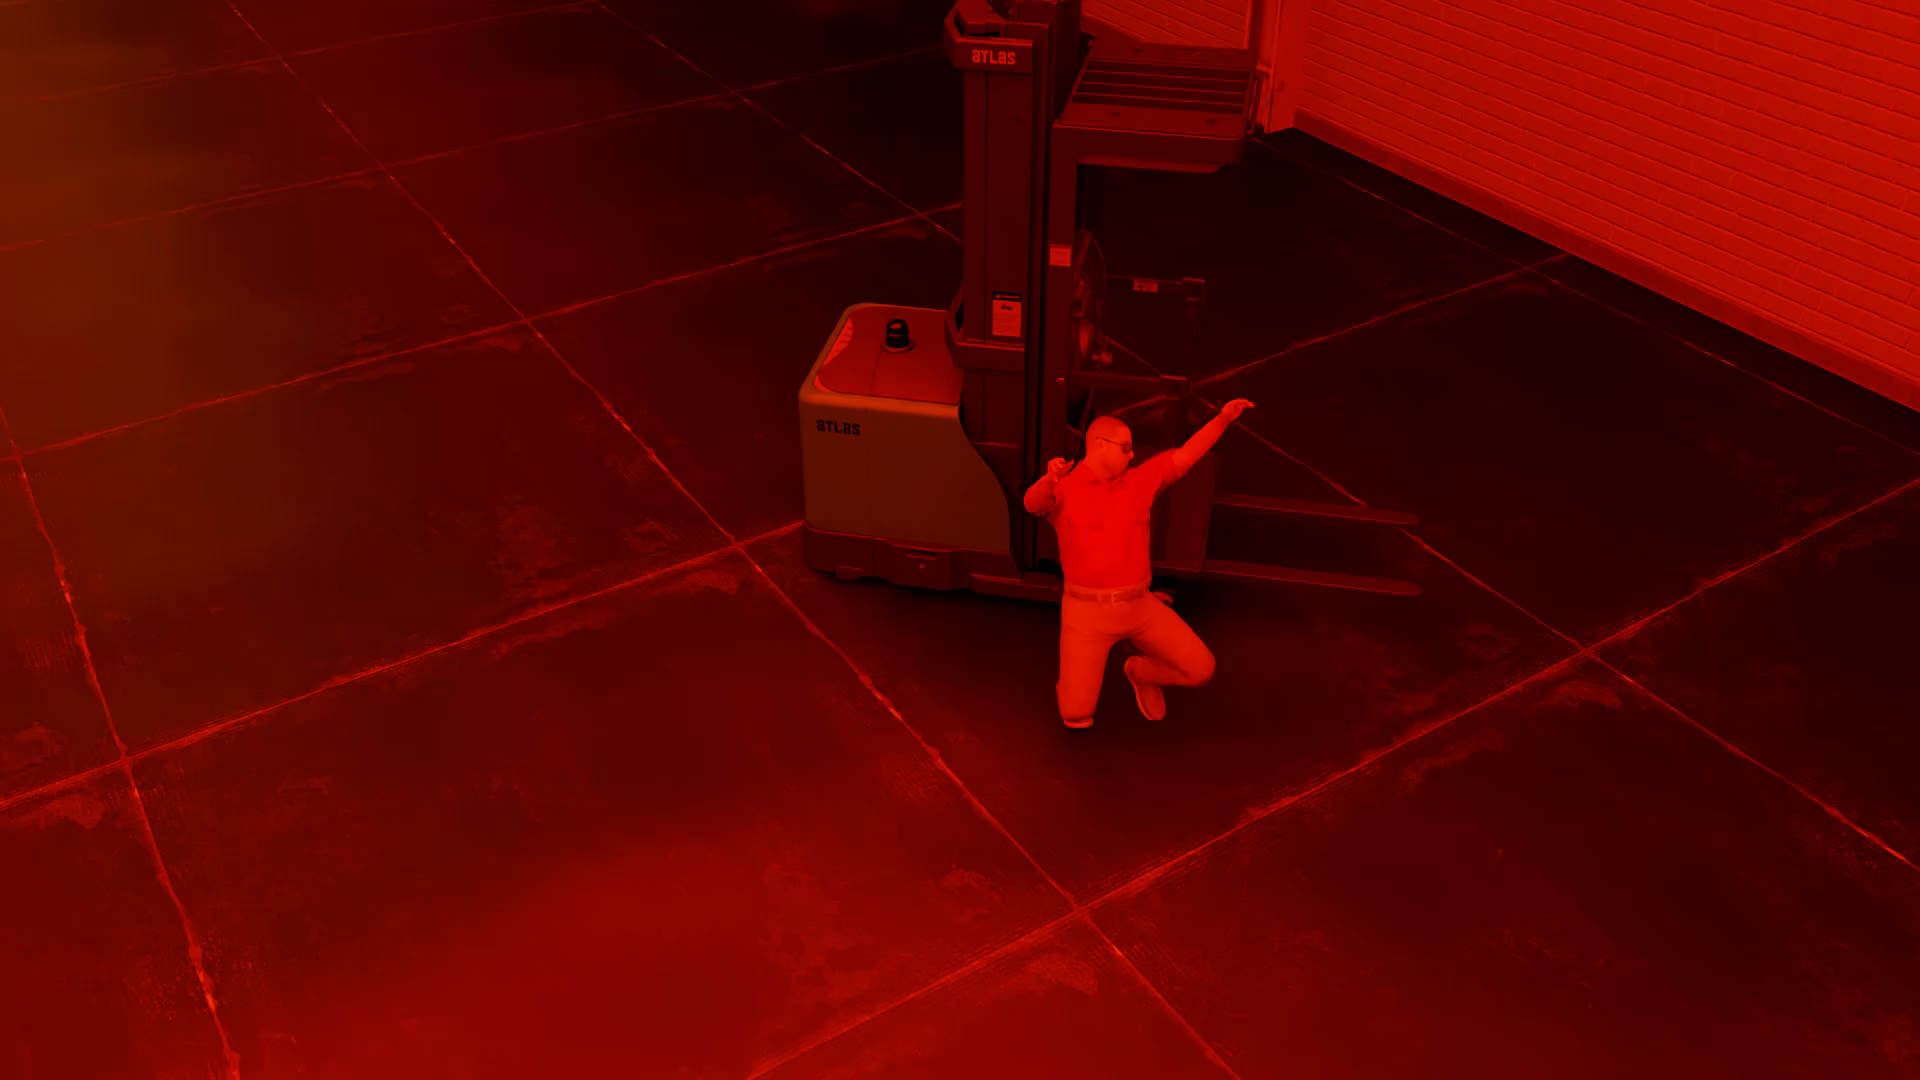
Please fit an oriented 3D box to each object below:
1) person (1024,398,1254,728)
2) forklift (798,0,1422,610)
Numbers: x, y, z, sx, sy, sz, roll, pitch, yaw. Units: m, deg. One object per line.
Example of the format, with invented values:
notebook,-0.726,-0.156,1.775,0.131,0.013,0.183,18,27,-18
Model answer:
person,0.722,0.152,7.097,0.961,1.645,0.761,-11,37,-15
forklift,0.787,-1.119,7.740,3.031,2.935,1.130,7,36,9
